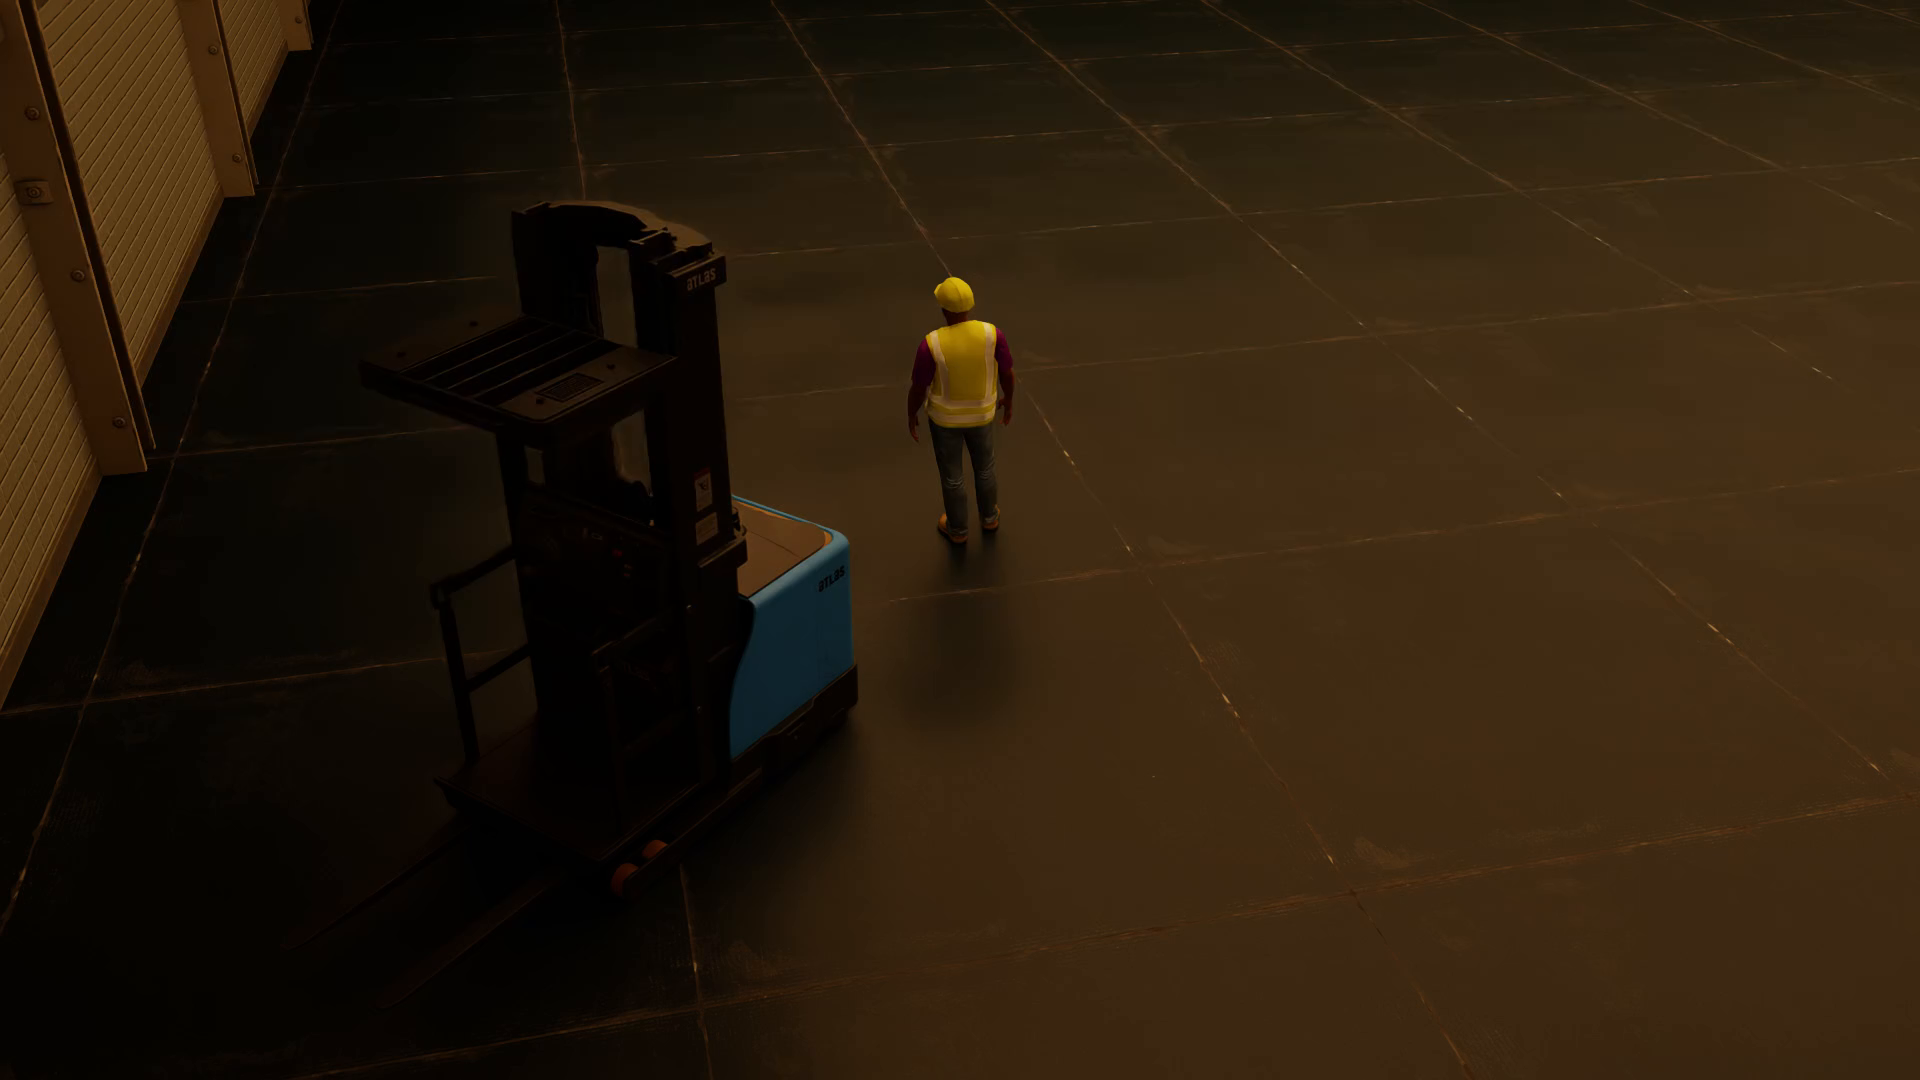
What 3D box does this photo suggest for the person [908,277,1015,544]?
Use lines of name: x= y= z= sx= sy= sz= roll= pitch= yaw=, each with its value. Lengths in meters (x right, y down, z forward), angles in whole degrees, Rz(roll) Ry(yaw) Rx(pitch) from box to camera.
person: x=-0.010 y=-0.805 z=10.113 sx=0.665 sy=1.765 sz=0.577 roll=-7 pitch=31 yaw=-12

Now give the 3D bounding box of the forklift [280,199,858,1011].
forklift: x=-1.780 y=0.113 z=7.380 sx=1.130 sy=2.935 sz=3.031 roll=18 pitch=35 yaw=29
